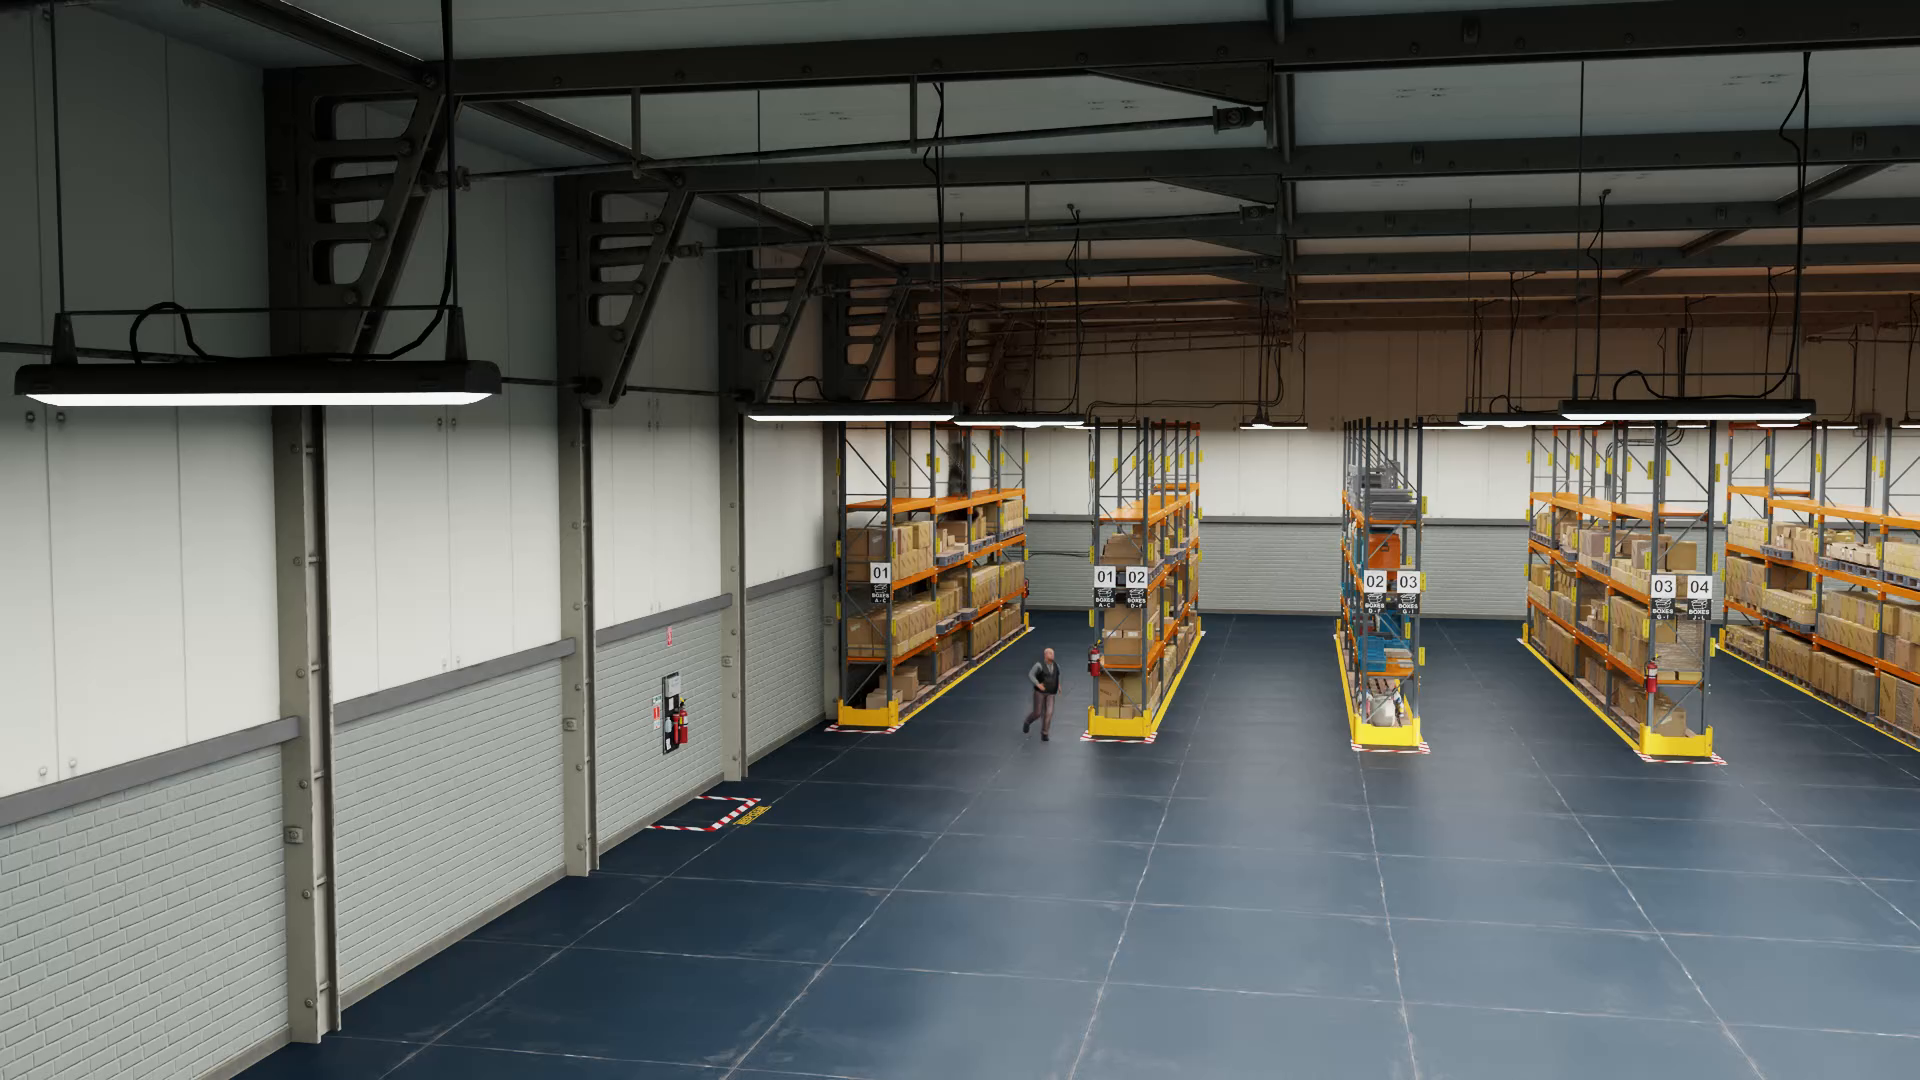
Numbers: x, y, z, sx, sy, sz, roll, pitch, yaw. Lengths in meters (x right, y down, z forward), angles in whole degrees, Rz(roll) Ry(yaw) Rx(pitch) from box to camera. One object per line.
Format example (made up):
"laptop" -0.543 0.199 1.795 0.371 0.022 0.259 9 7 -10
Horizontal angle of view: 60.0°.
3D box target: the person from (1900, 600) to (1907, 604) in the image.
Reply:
"person" 22.039 2.307 38.978 0.724 1.794 0.953 1 4 8

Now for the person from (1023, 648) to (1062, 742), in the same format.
"person" 1.626 2.864 31.030 0.714 1.677 0.904 -1 4 -21
